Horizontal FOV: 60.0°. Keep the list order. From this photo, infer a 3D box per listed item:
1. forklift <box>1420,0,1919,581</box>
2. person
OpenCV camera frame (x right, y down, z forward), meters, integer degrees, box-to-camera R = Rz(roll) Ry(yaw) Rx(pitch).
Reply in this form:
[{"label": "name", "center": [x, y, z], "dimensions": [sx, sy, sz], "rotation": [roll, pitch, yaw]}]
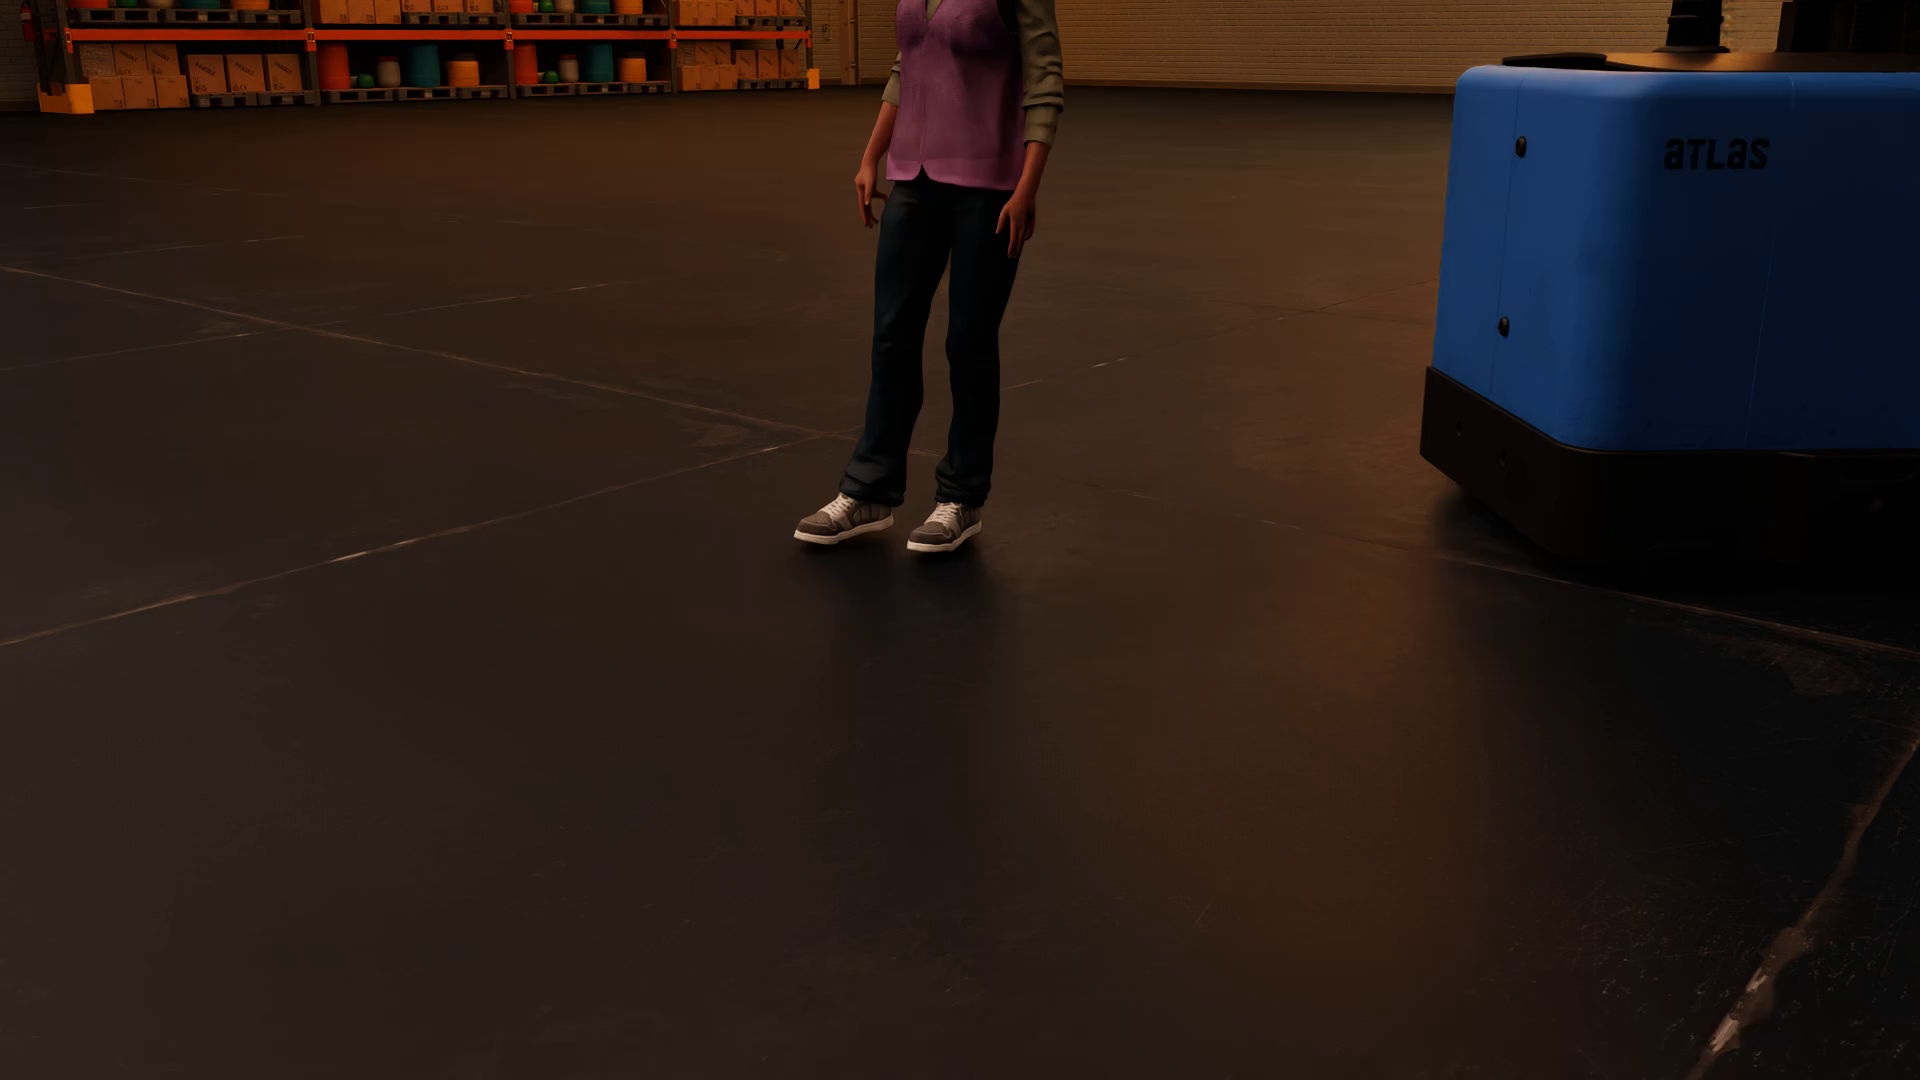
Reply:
[{"label": "forklift", "center": [2.762, -1.456, 3.693], "dimensions": [3.031, 2.935, 1.130], "rotation": [-1, 17, -3]}, {"label": "person", "center": [-0.057, -0.757, 3.662], "dimensions": [0.520, 1.596, 0.475], "rotation": [13, 21, 37]}]
